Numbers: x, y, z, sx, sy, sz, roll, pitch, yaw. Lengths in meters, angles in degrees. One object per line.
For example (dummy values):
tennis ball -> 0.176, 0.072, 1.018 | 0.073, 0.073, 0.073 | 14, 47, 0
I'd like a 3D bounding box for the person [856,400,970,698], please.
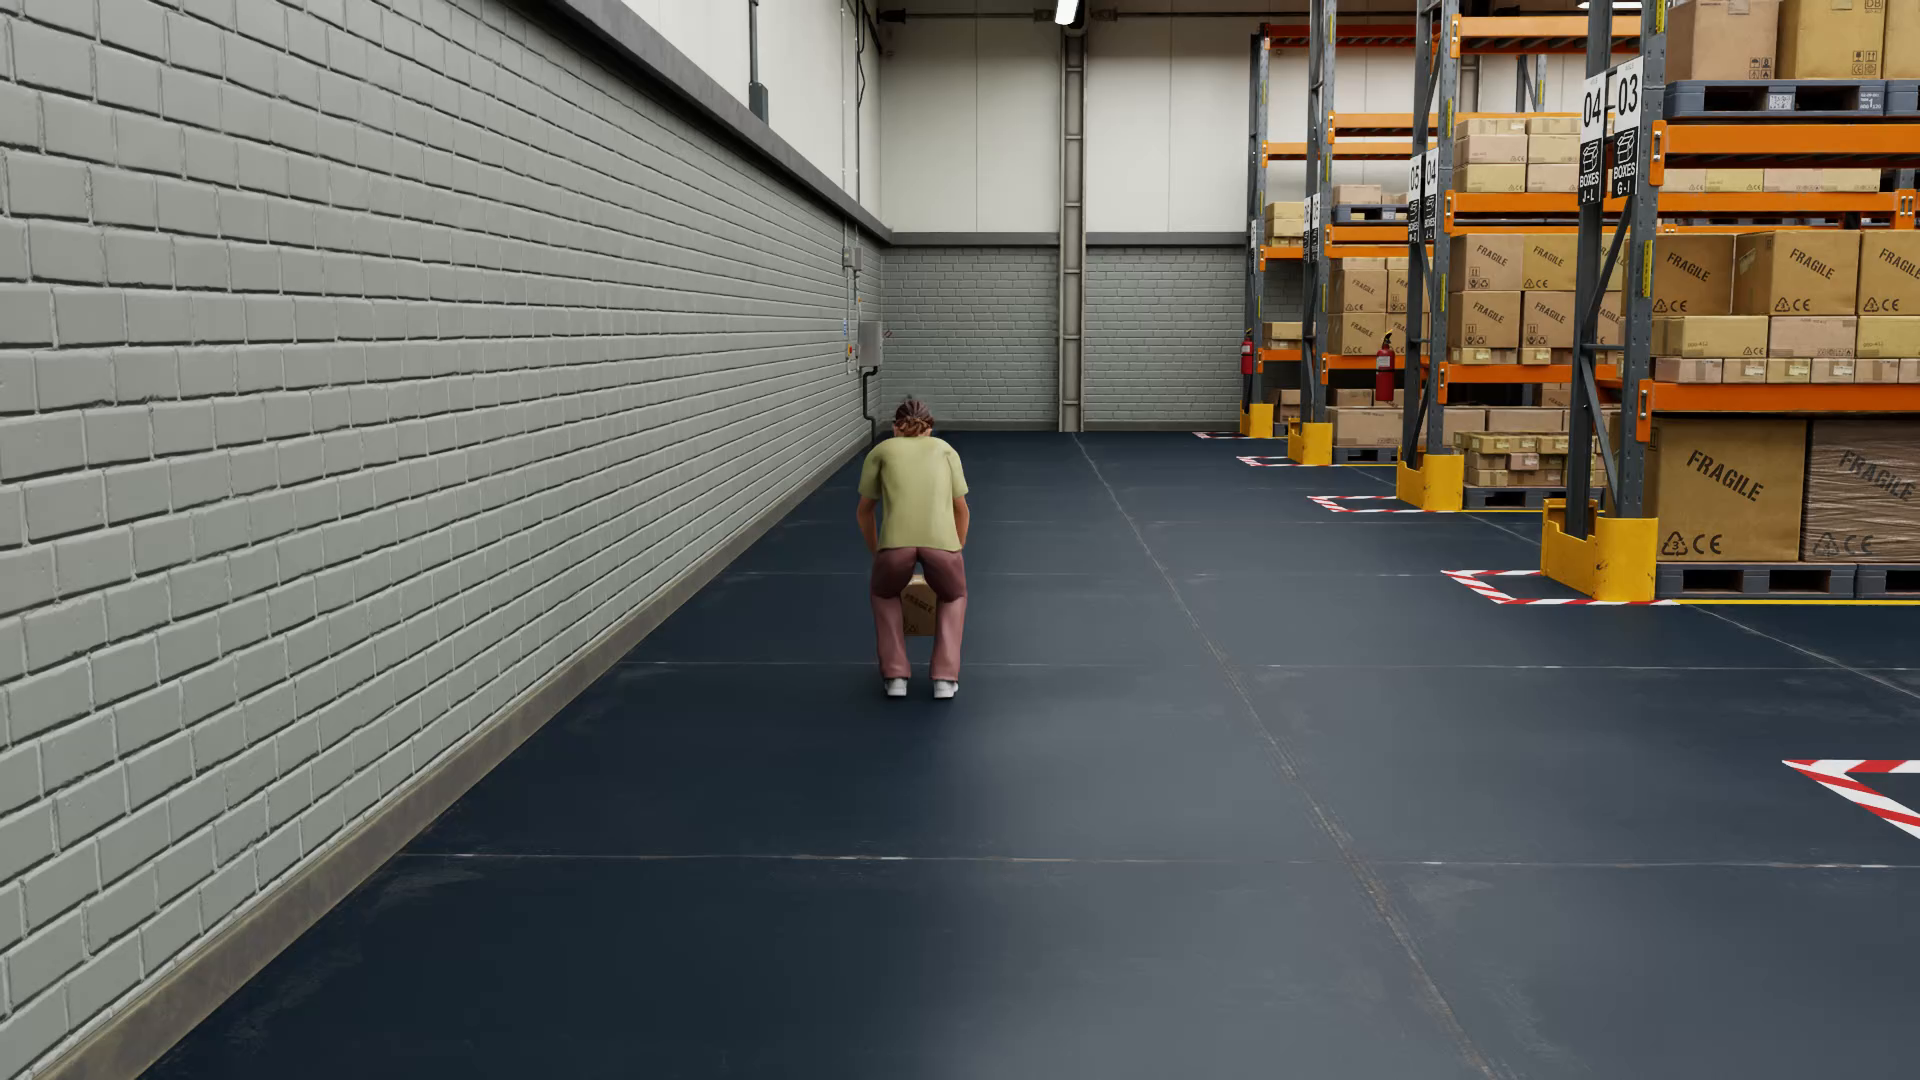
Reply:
person -> -0.215, 0.038, 7.457 | 0.512, 1.307, 0.680 | 0, 7, 1
